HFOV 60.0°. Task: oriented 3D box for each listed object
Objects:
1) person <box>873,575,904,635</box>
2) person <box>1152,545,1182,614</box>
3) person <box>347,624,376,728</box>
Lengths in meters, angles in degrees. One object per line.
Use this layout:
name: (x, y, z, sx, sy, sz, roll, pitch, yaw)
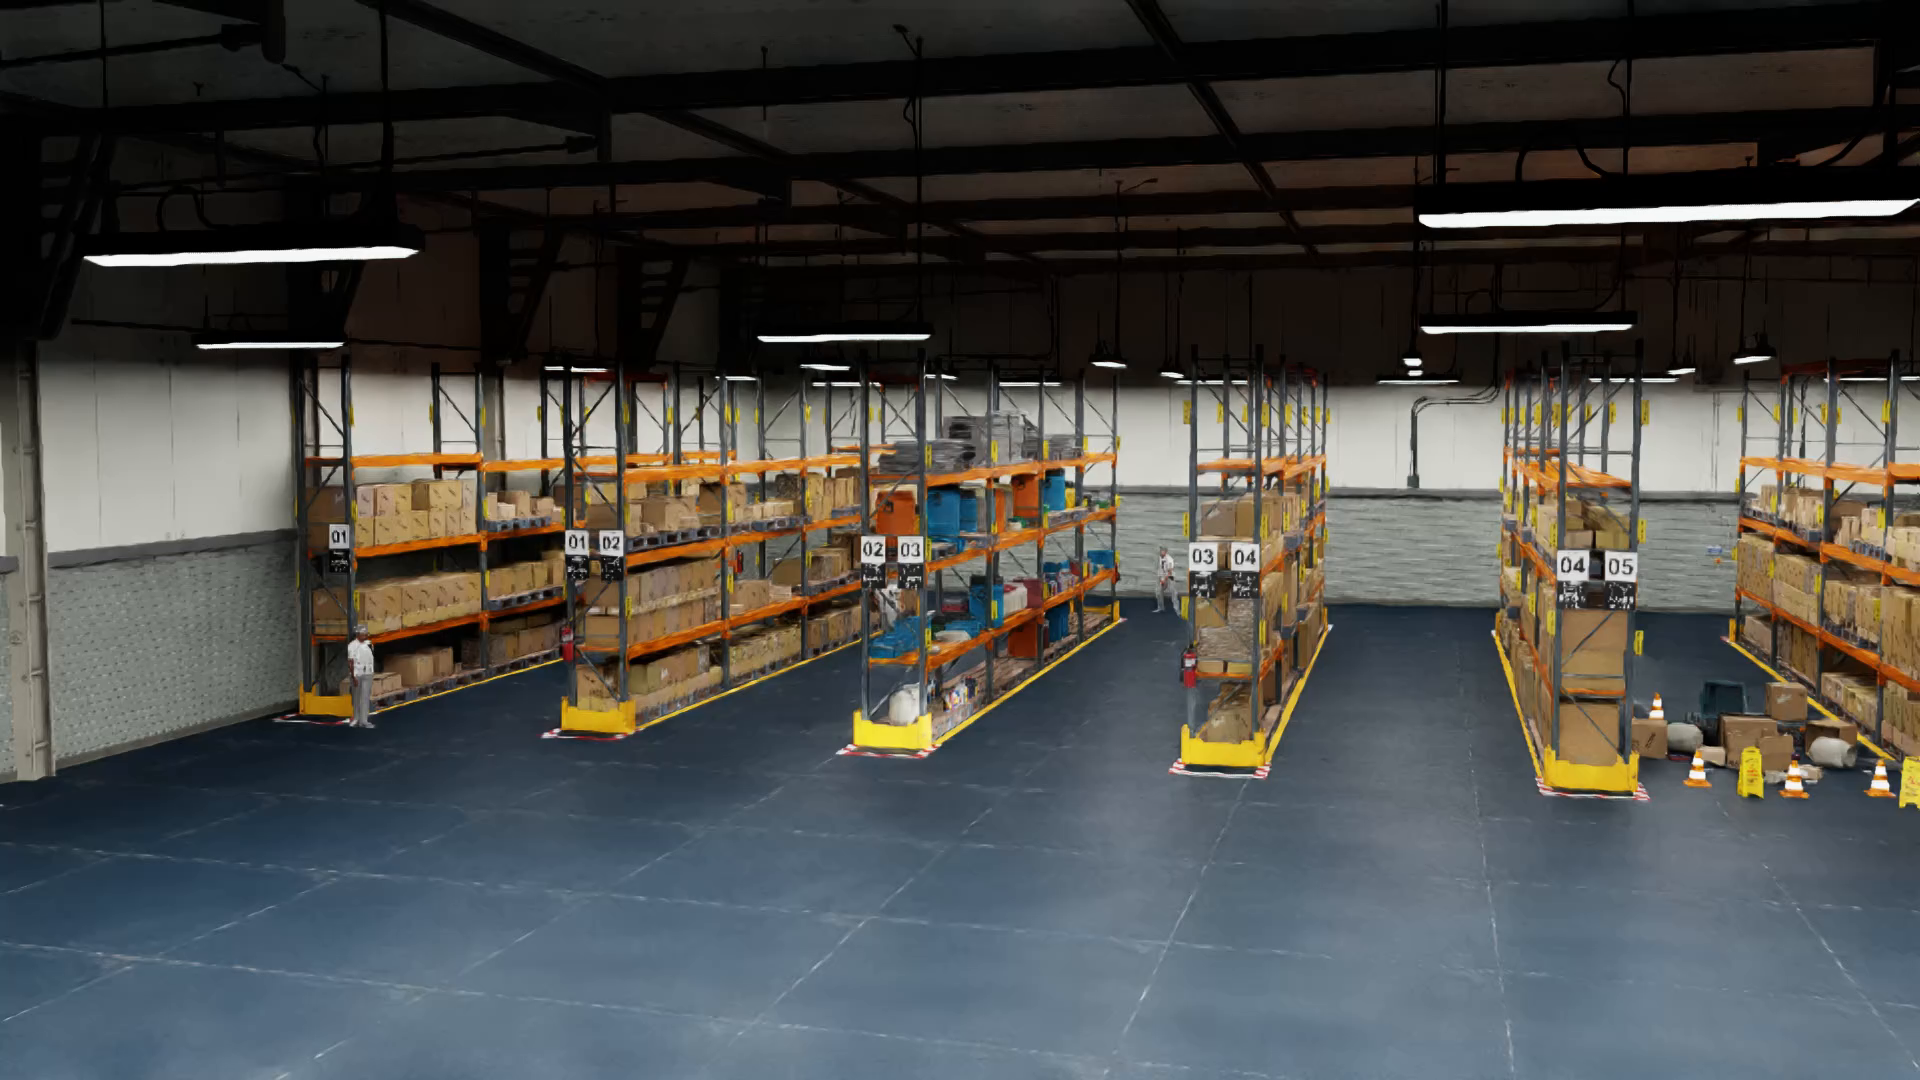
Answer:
person: (-1.557, 1.523, 35.915, 0.601, 1.581, 0.871, 2, 5, 22)
person: (5.238, 1.000, 41.939, 0.581, 1.732, 0.739, -3, 5, -34)
person: (-9.619, 2.173, 26.672, 0.445, 1.672, 0.482, -4, 6, -41)
